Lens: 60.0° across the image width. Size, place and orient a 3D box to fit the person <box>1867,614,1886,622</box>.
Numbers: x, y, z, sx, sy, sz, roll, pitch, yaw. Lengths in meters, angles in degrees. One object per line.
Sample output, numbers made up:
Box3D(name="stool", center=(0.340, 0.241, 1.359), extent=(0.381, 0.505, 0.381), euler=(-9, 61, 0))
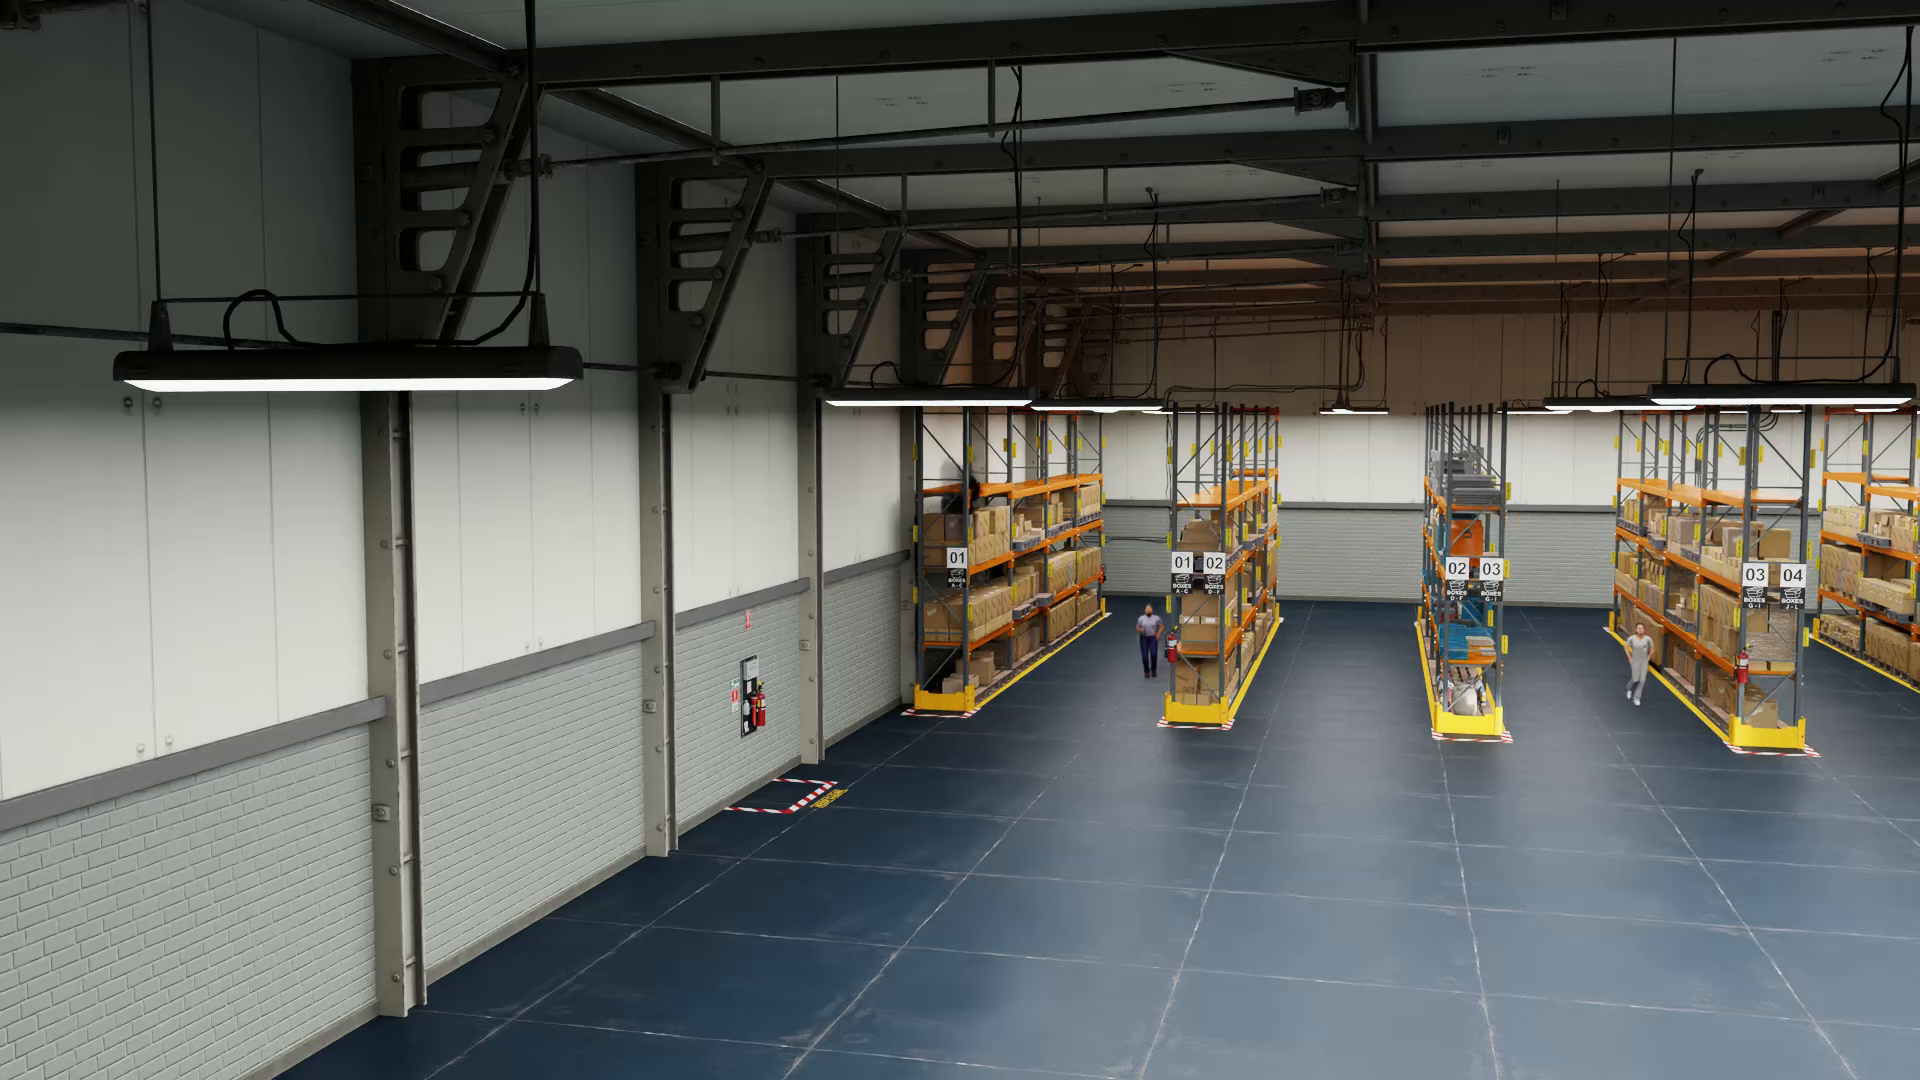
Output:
Box3D(name="person", center=(24.296, 1.691, 44.039), extent=(0.701, 1.555, 0.559), euler=(2, 4, 20))

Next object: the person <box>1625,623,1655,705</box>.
Box3D(name="person", center=(13.561, 2.465, 33.168), extent=(0.557, 1.638, 0.593), euler=(1, 4, 14))

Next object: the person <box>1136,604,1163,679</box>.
Box3D(name="person", center=(4.132, 2.232, 36.329), extent=(0.587, 1.640, 0.610), euler=(1, 4, 11))
